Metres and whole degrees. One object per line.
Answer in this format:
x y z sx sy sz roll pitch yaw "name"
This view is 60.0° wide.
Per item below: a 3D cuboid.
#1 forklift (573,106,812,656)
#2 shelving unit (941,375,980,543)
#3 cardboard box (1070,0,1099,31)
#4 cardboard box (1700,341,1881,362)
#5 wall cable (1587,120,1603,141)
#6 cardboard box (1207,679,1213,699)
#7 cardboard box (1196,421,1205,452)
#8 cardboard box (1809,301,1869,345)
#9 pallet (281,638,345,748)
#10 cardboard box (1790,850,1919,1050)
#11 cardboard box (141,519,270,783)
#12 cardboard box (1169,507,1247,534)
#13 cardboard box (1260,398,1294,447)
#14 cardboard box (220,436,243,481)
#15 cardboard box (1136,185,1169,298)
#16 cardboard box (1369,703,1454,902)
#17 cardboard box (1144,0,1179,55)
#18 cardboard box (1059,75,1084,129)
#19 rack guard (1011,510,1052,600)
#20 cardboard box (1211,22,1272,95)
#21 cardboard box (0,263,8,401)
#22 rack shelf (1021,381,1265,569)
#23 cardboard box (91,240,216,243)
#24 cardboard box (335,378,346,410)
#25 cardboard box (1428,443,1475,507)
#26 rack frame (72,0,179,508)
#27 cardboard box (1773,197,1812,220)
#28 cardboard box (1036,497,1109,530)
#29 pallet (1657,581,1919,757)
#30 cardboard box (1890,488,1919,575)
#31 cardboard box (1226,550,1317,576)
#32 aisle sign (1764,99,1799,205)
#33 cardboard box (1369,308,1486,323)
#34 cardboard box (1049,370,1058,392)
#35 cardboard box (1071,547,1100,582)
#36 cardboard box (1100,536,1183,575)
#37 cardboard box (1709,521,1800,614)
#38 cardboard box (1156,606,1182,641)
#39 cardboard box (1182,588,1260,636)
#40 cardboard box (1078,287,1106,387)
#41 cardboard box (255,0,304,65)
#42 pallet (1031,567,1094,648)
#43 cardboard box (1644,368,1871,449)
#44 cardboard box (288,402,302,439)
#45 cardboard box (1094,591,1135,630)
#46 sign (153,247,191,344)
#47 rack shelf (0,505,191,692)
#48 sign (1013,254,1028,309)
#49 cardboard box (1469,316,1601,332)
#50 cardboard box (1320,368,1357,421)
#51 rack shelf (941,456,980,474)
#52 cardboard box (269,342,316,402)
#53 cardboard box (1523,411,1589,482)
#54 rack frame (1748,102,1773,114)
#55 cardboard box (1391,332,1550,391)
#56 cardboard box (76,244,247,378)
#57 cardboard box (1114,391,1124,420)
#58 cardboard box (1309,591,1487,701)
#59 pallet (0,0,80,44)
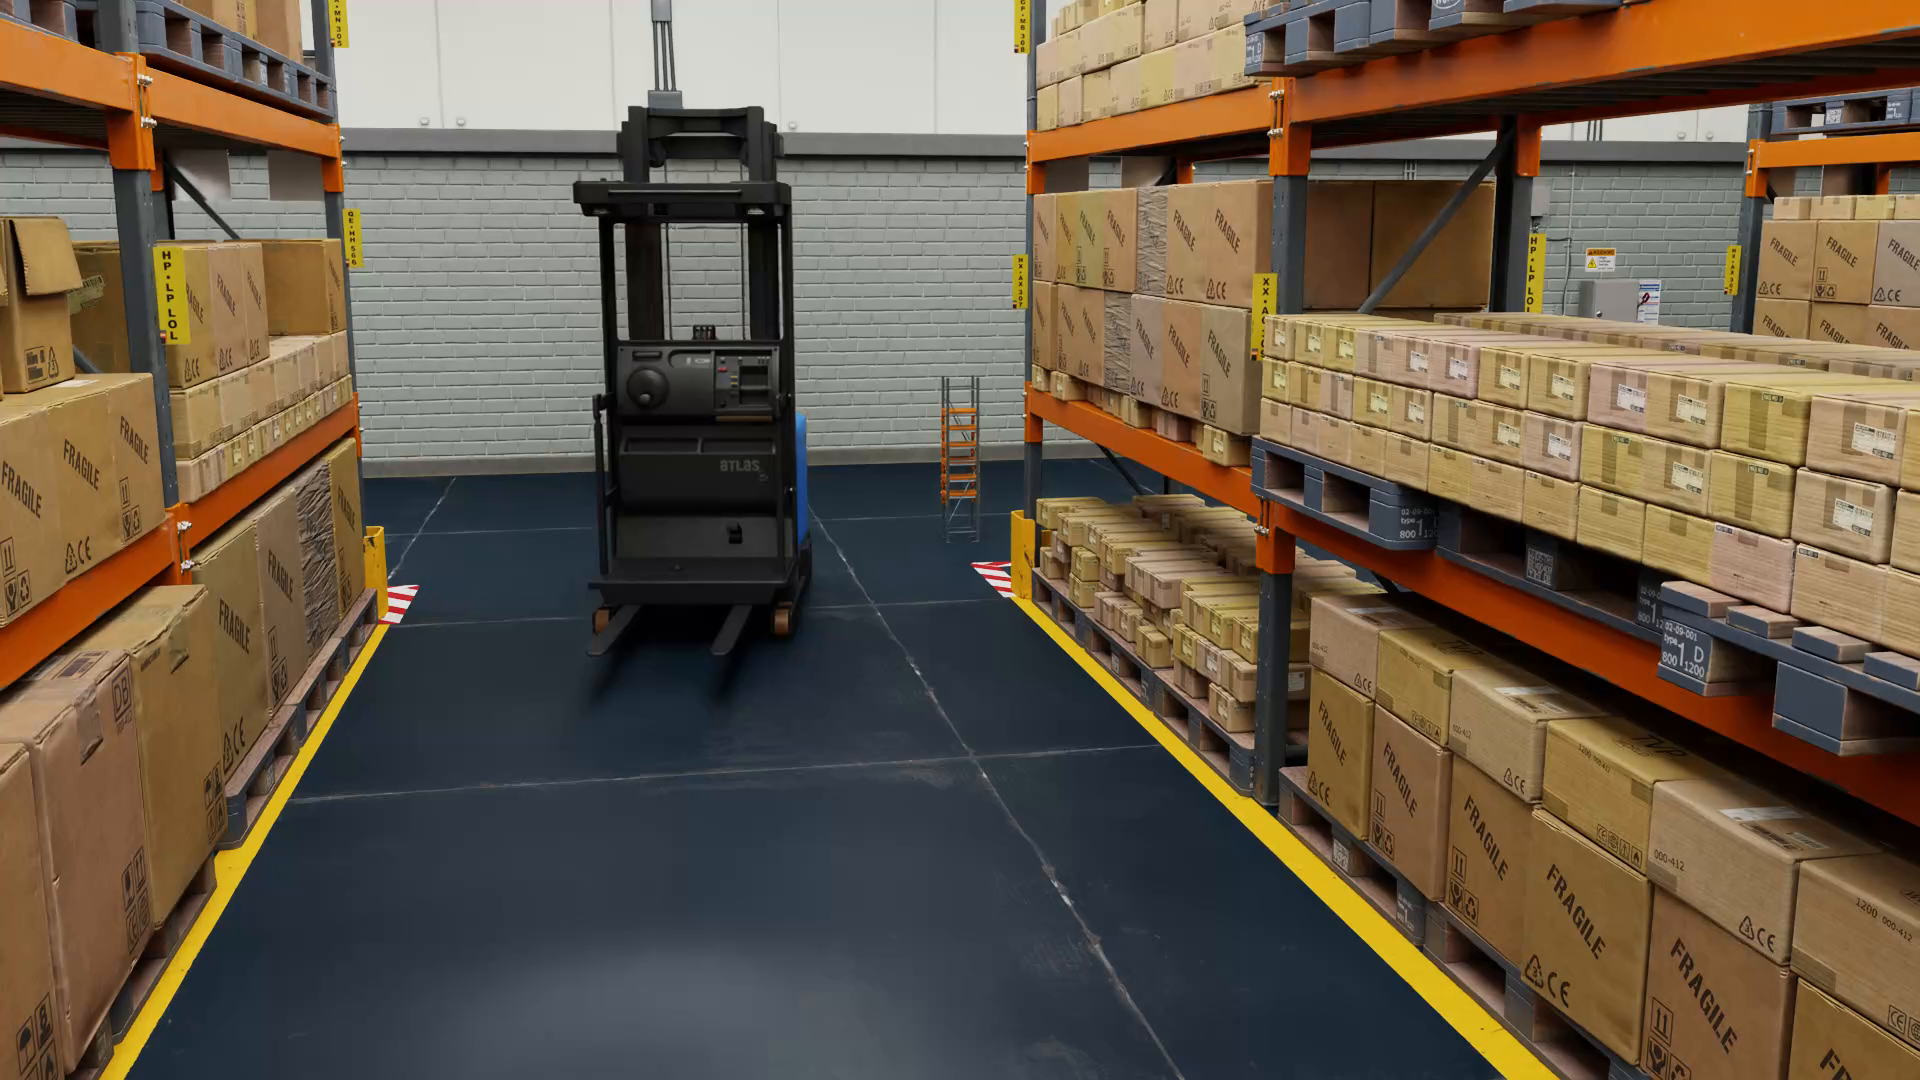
-1.494 -0.947 9.334 1.130 2.935 3.031 0 11 -1 "forklift"
0.003 -0.587 12.070 0.258 1.200 0.189 -2 11 -11 "shelving unit"
0.803 -2.800 8.860 0.380 0.149 0.250 -2 11 -10 "cardboard box"
2.257 -0.457 4.534 0.380 0.149 0.250 -2 11 -12 "cardboard box"
7.835 -5.489 16.868 2.988 3.039 0.133 -2 11 -11 "wall cable"
1.302 0.647 7.277 0.380 0.149 0.250 -2 11 -9 "cardboard box"
1.246 -0.452 7.221 0.380 0.149 0.250 -2 11 -9 "cardboard box"
5.677 -1.228 10.359 0.500 0.500 0.500 -2 11 -12 "cardboard box"
-3.515 0.728 7.807 1.003 0.211 1.213 -2 11 -11 "pallet"
2.069 0.834 3.349 0.500 0.250 0.500 -2 11 -12 "cardboard box"
-3.253 0.438 6.431 0.875 0.875 0.875 -2 11 -11 "cardboard box"
1.422 -0.090 9.556 0.380 0.149 0.250 -2 11 -12 "cardboard box"
1.307 -0.431 5.987 0.380 0.149 0.250 -3 11 -14 "cardboard box"
-3.038 -0.315 6.499 0.380 0.149 0.250 -2 11 -9 "cardboard box"
1.133 -1.389 7.734 0.500 0.500 0.500 -2 11 -10 "cardboard box"
1.669 0.827 5.393 0.500 0.500 0.500 -2 11 -8 "cardboard box"
1.146 -2.349 7.559 0.500 0.250 0.500 -2 11 -9 "cardboard box"
0.838 -2.382 9.069 0.500 0.250 0.500 -2 11 -9 "cardboard box"
0.918 0.071 10.485 1.175 0.500 0.348 -2 11 -11 "rack guard"
1.321 -1.917 6.625 0.500 0.250 0.500 -2 11 -10 "cardboard box"
-2.949 -0.574 4.240 0.797 0.503 0.637 -2 11 -10 "cardboard box"
1.292 -0.450 8.465 1.077 0.370 4.000 -2 11 -11 "rack shelf"
-4.056 -1.260 8.395 0.500 0.500 0.500 -2 11 -12 "cardboard box"
-3.537 -0.784 8.968 0.380 0.149 0.250 -2 11 -10 "cardboard box"
1.566 -0.192 4.730 0.380 0.149 0.250 -2 11 -12 "cardboard box"
-3.204 -0.275 5.620 1.000 3.000 0.127 -2 11 -11 "rack frame"
5.537 -2.153 10.810 0.380 0.149 0.250 -2 11 -10 "cardboard box"
0.672 -0.160 9.927 0.380 0.149 0.250 -3 11 -14 "cardboard box"
2.216 0.264 3.300 1.213 0.211 1.003 -2 11 -11 "pallet"
1.917 -0.007 2.961 0.380 0.149 0.250 -2 11 -10 "cardboard box"
1.548 0.153 8.279 0.380 0.149 0.250 -3 11 -13 "cardboard box"
5.441 -2.649 11.139 0.394 0.787 0.004 -2 11 -11 "aisle sign"
1.832 -0.732 6.959 0.500 0.500 0.500 -2 11 -12 "cardboard box"
0.735 -0.931 9.736 0.380 0.149 0.250 -2 11 -9 "cardboard box"
0.829 0.128 9.209 0.380 0.149 0.250 -2 11 -9 "cardboard box"
0.947 0.080 8.662 0.380 0.149 0.250 -2 11 -10 "cardboard box"
1.815 0.047 3.475 0.380 0.149 0.250 -2 11 -10 "cardboard box"
1.153 0.372 7.928 0.380 0.149 0.250 -2 11 -10 "cardboard box"
1.213 0.318 7.412 0.380 0.149 0.250 -2 11 -12 "cardboard box"
0.932 -1.086 8.817 0.500 0.500 0.500 -2 11 -10 "cardboard box"
-3.828 -2.694 8.645 0.700 0.500 0.500 -3 11 -14 "cardboard box"
1.041 0.363 9.723 1.003 0.211 1.213 -2 11 -11 "pallet"
1.761 -0.295 3.681 0.380 0.149 0.250 -2 11 -9 "cardboard box"
-3.292 -0.552 7.745 0.380 0.149 0.250 -2 11 -10 "cardboard box"
0.926 0.365 8.760 0.380 0.149 0.250 -3 11 -14 "cardboard box"
-2.673 -0.827 5.632 0.100 0.325 0.005 -2 11 -11 "sign"
-2.815 0.445 3.760 1.077 0.370 4.000 -2 11 -11 "rack shelf"
0.371 -1.576 10.140 0.100 0.325 0.005 -2 11 -11 "sign"
2.004 -0.696 5.791 0.380 0.149 0.250 -2 11 -13 "cardboard box"
1.410 -0.482 5.461 0.380 0.149 0.250 -2 11 -10 "cardboard box"
0.003 -0.543 12.079 0.258 0.103 0.180 -2 11 -11 "rack shelf"
-3.430 -0.816 8.065 0.500 0.250 0.500 -3 11 -13 "cardboard box"
1.664 -0.243 4.204 0.380 0.149 0.250 -2 11 -10 "cardboard box"
5.739 -4.316 10.807 1.000 3.000 0.127 -2 11 -11 "rack frame"
1.511 -0.532 4.929 0.380 0.149 0.250 -2 11 -11 "cardboard box"
-3.134 -0.904 6.523 0.500 0.500 0.500 -2 11 -11 "cardboard box"
0.998 -0.692 8.480 0.380 0.149 0.250 -2 11 -9 "cardboard box"
1.566 0.361 5.832 0.500 0.250 0.500 -3 11 -14 "cardboard box"
-2.977 -1.488 4.484 0.805 0.209 1.217 -3 11 -13 "pallet"
